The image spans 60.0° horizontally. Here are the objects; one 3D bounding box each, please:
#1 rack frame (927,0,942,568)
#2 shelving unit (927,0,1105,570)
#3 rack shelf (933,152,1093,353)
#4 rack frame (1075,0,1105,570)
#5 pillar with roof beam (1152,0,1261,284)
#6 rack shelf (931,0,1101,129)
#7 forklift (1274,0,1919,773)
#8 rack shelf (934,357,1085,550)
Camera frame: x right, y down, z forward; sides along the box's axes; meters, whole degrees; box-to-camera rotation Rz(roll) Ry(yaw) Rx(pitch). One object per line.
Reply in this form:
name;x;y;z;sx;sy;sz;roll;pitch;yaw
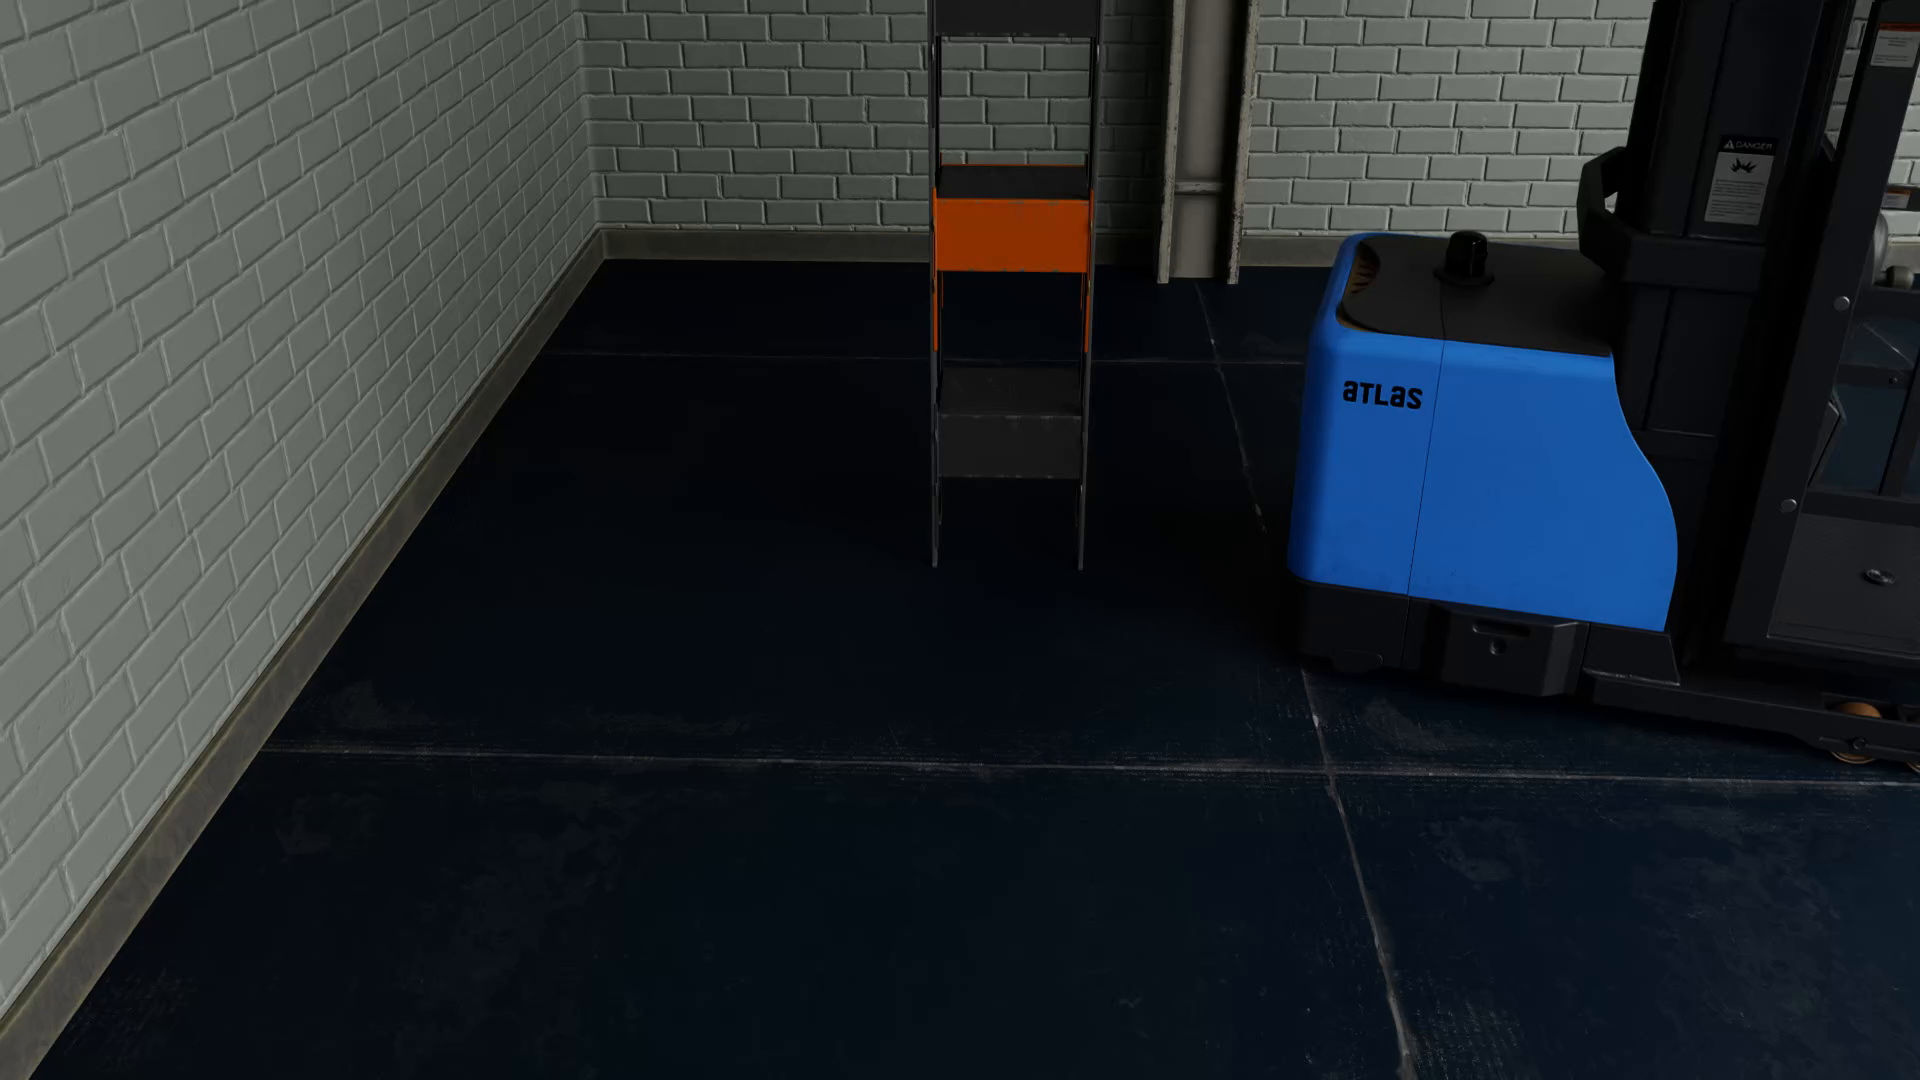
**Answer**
rack frame;-0.078;-0.929;5.261;0.015;2.100;0.400;1;28;2
shelving unit;0.165;-0.925;5.253;0.503;2.100;0.431;1;28;2
rack shelf;0.165;-0.913;5.259;0.480;0.518;0.431;1;28;2
rack frame;0.409;-0.921;5.245;0.015;2.100;0.400;1;28;2
pillar with roof beam;1.010;-3.284;2.337;0.400;9.000;9.100;1;28;2
rack shelf;0.165;-1.531;4.932;0.480;0.518;0.431;1;28;2
forklift;2.530;-0.931;4.376;3.031;2.935;1.130;8;29;15
rack shelf;0.165;-0.294;5.587;0.480;0.518;0.431;1;28;2
